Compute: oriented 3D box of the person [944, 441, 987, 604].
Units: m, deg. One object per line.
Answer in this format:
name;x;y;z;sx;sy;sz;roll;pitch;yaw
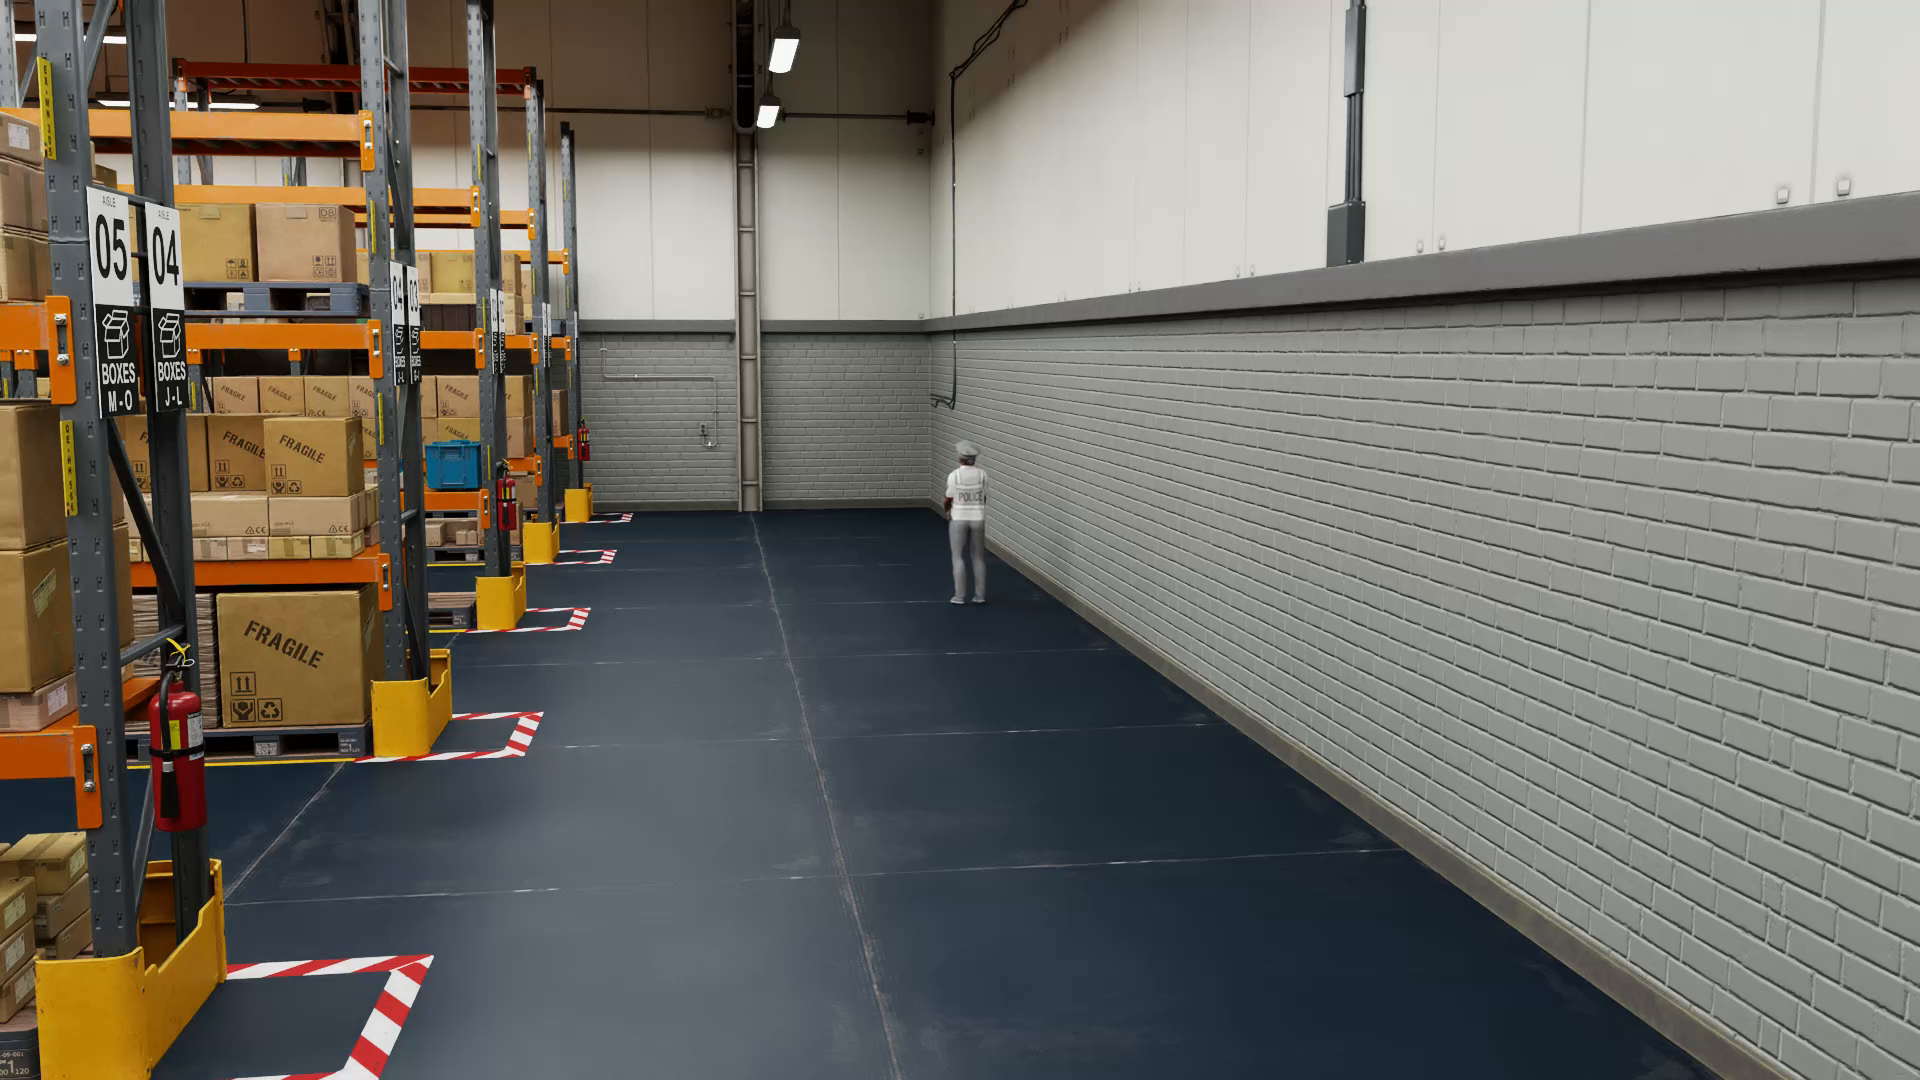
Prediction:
person;0.056;-0.186;17.276;0.491;1.702;0.519;-2;7;-19
